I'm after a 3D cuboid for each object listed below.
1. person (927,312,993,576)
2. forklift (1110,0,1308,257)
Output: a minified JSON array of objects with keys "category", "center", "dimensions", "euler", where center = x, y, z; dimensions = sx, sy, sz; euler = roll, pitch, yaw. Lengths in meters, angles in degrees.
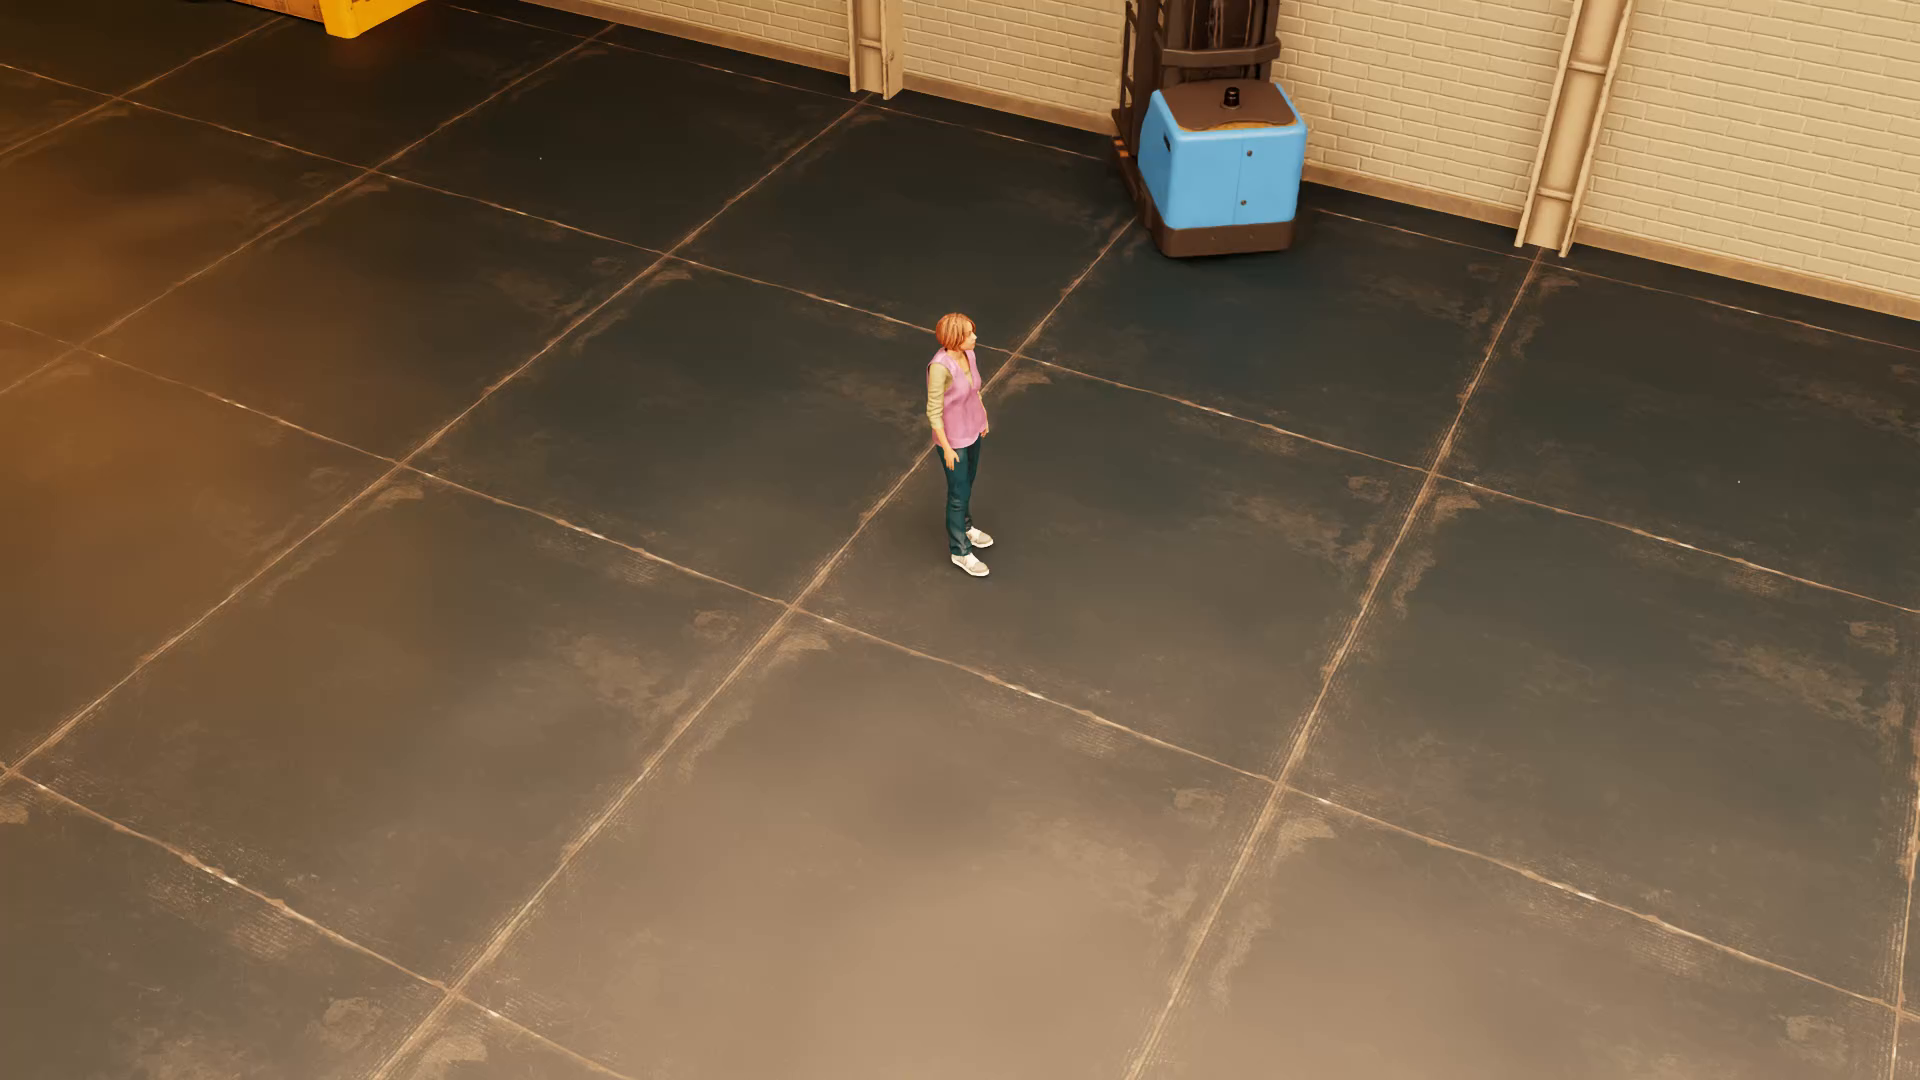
[{"category":"person","center":[0.059,-0.587,9.707],"dimensions":[0.476,1.597,0.520],"euler":[18,43,21]},{"category":"forklift","center":[1.874,-4.229,13.008],"dimensions":[1.130,2.935,3.031],"euler":[-5,40,-6]}]
